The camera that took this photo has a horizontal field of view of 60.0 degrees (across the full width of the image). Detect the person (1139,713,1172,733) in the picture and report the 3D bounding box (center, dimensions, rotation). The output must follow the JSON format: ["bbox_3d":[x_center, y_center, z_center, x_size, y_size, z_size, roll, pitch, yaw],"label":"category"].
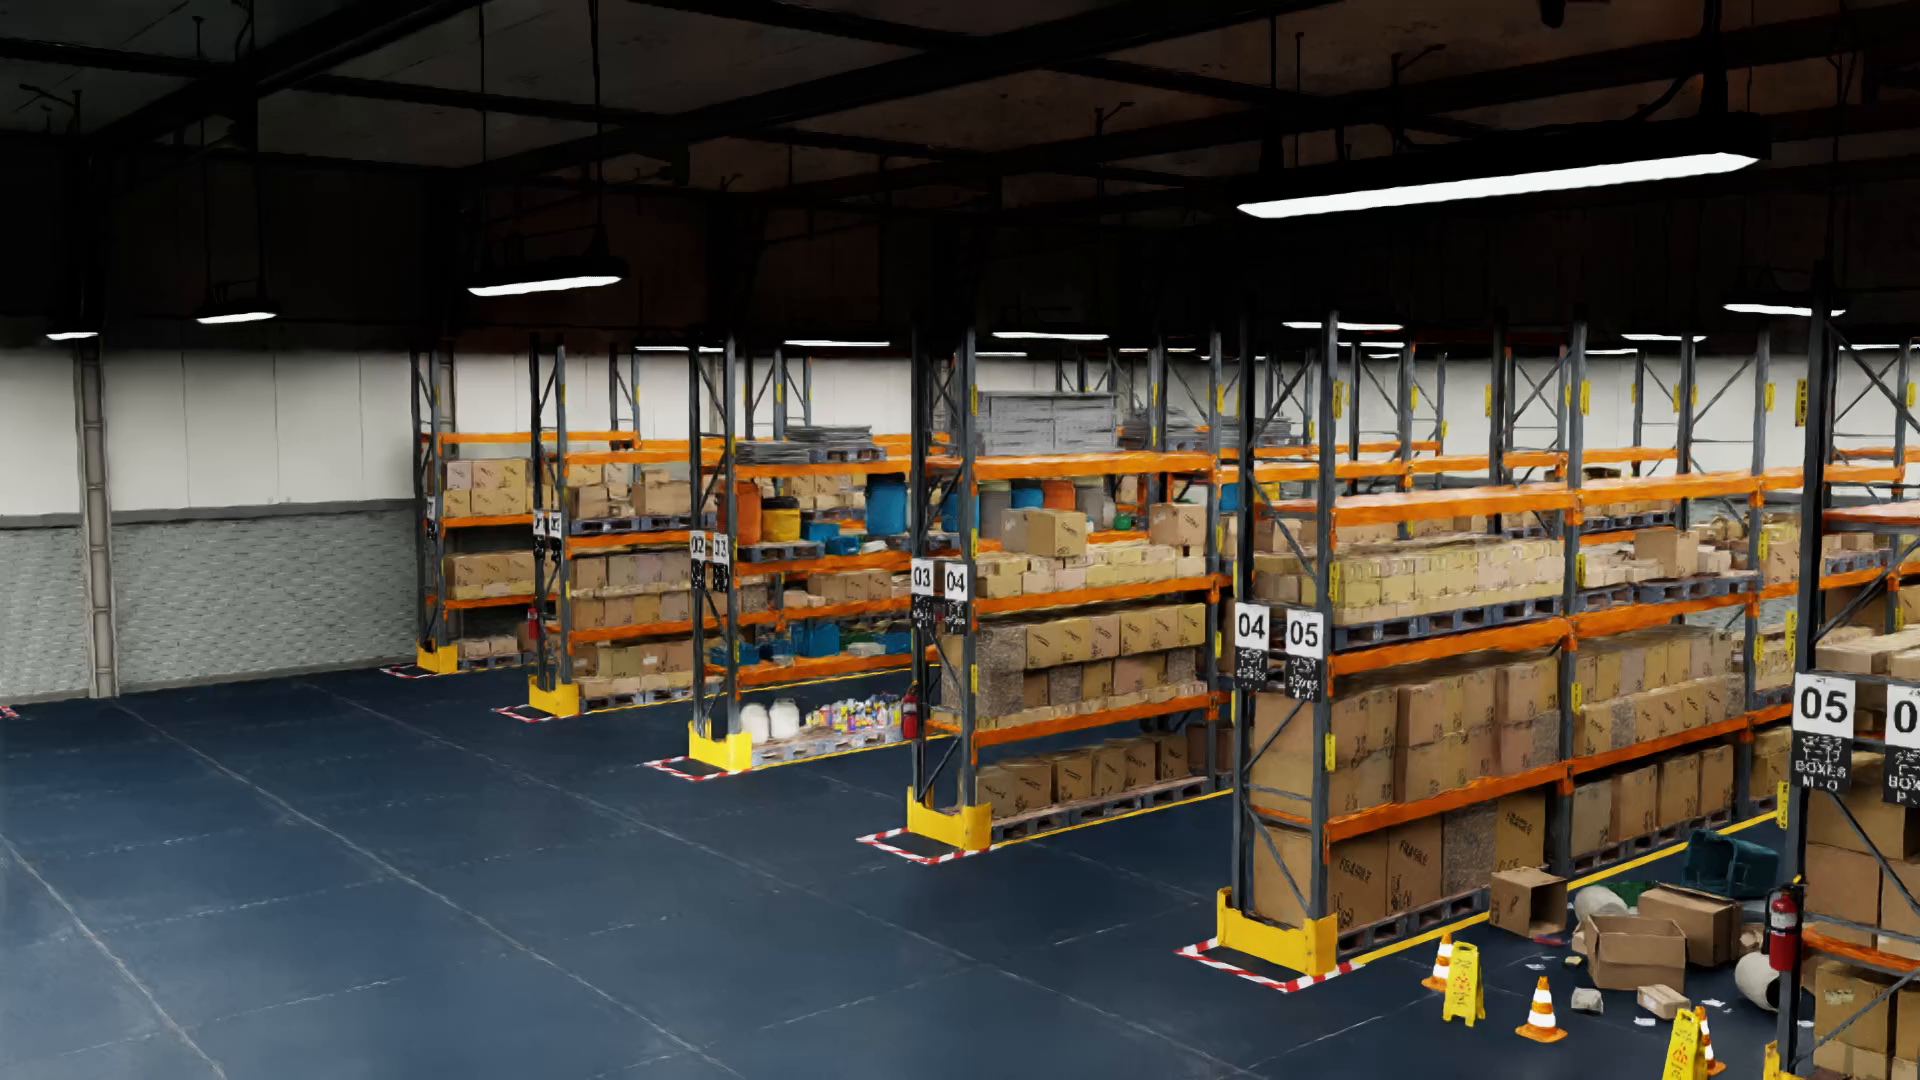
[{"bbox_3d":[2.752,2.233,23.226,0.513,1.590,0.592,-5,7,-41],"label":"person"}]

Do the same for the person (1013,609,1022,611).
[{"bbox_3d":[1.085,1.421,30.734,0.388,1.769,0.674,3,6,29],"label":"person"}]

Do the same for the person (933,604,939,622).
[{"bbox_3d":[-0.284,1.038,34.985,0.880,1.679,0.577,-5,7,-40],"label":"person"}]
